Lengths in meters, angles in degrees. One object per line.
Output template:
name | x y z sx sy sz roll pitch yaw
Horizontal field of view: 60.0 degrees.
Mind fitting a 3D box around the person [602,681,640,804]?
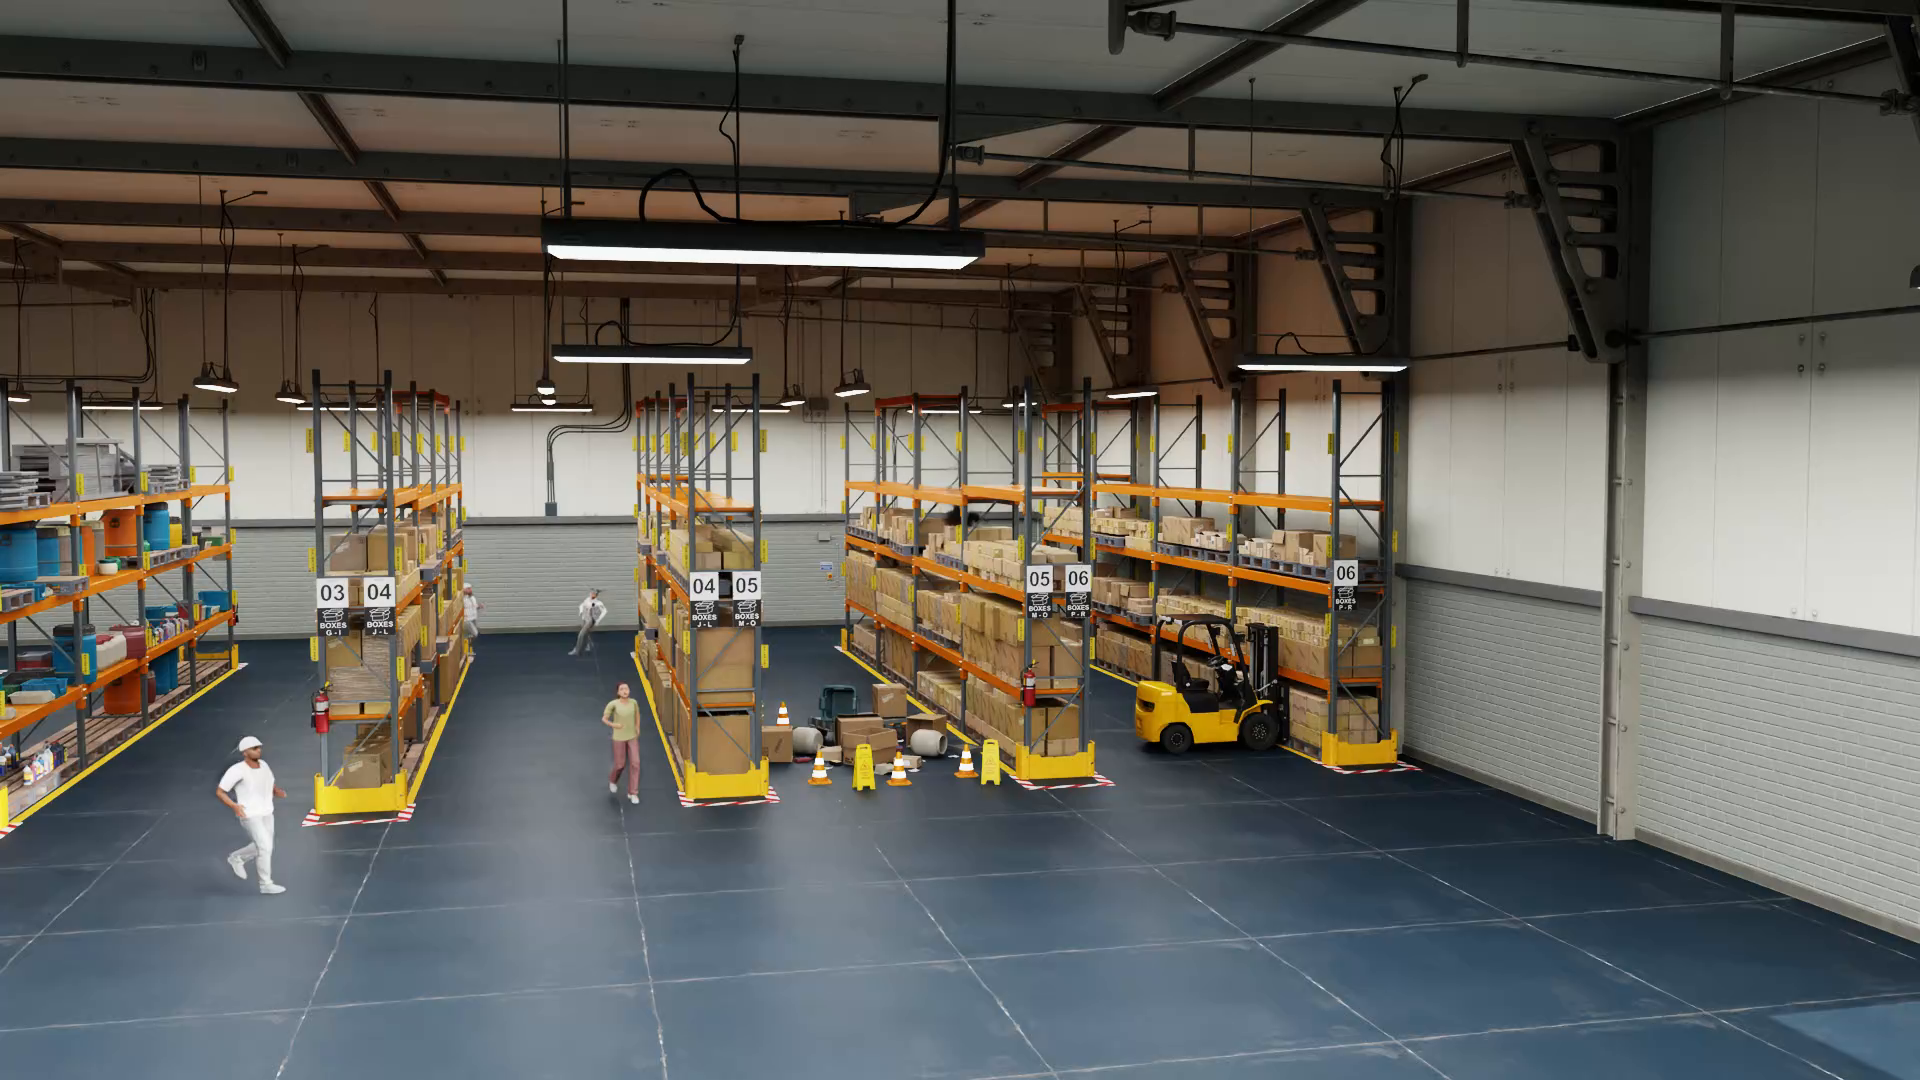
person | -4.741 2.825 23.394 0.585 1.685 0.804 -2 4 -28

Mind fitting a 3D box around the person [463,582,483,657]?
person | -11.550 1.880 39.109 0.689 1.776 0.663 1 3 19

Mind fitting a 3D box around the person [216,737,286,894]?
person | -7.900 3.060 18.572 0.856 1.740 0.714 1 3 19

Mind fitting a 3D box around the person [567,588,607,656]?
person | -8.919 1.916 39.452 0.849 1.602 0.786 -2 4 -35
